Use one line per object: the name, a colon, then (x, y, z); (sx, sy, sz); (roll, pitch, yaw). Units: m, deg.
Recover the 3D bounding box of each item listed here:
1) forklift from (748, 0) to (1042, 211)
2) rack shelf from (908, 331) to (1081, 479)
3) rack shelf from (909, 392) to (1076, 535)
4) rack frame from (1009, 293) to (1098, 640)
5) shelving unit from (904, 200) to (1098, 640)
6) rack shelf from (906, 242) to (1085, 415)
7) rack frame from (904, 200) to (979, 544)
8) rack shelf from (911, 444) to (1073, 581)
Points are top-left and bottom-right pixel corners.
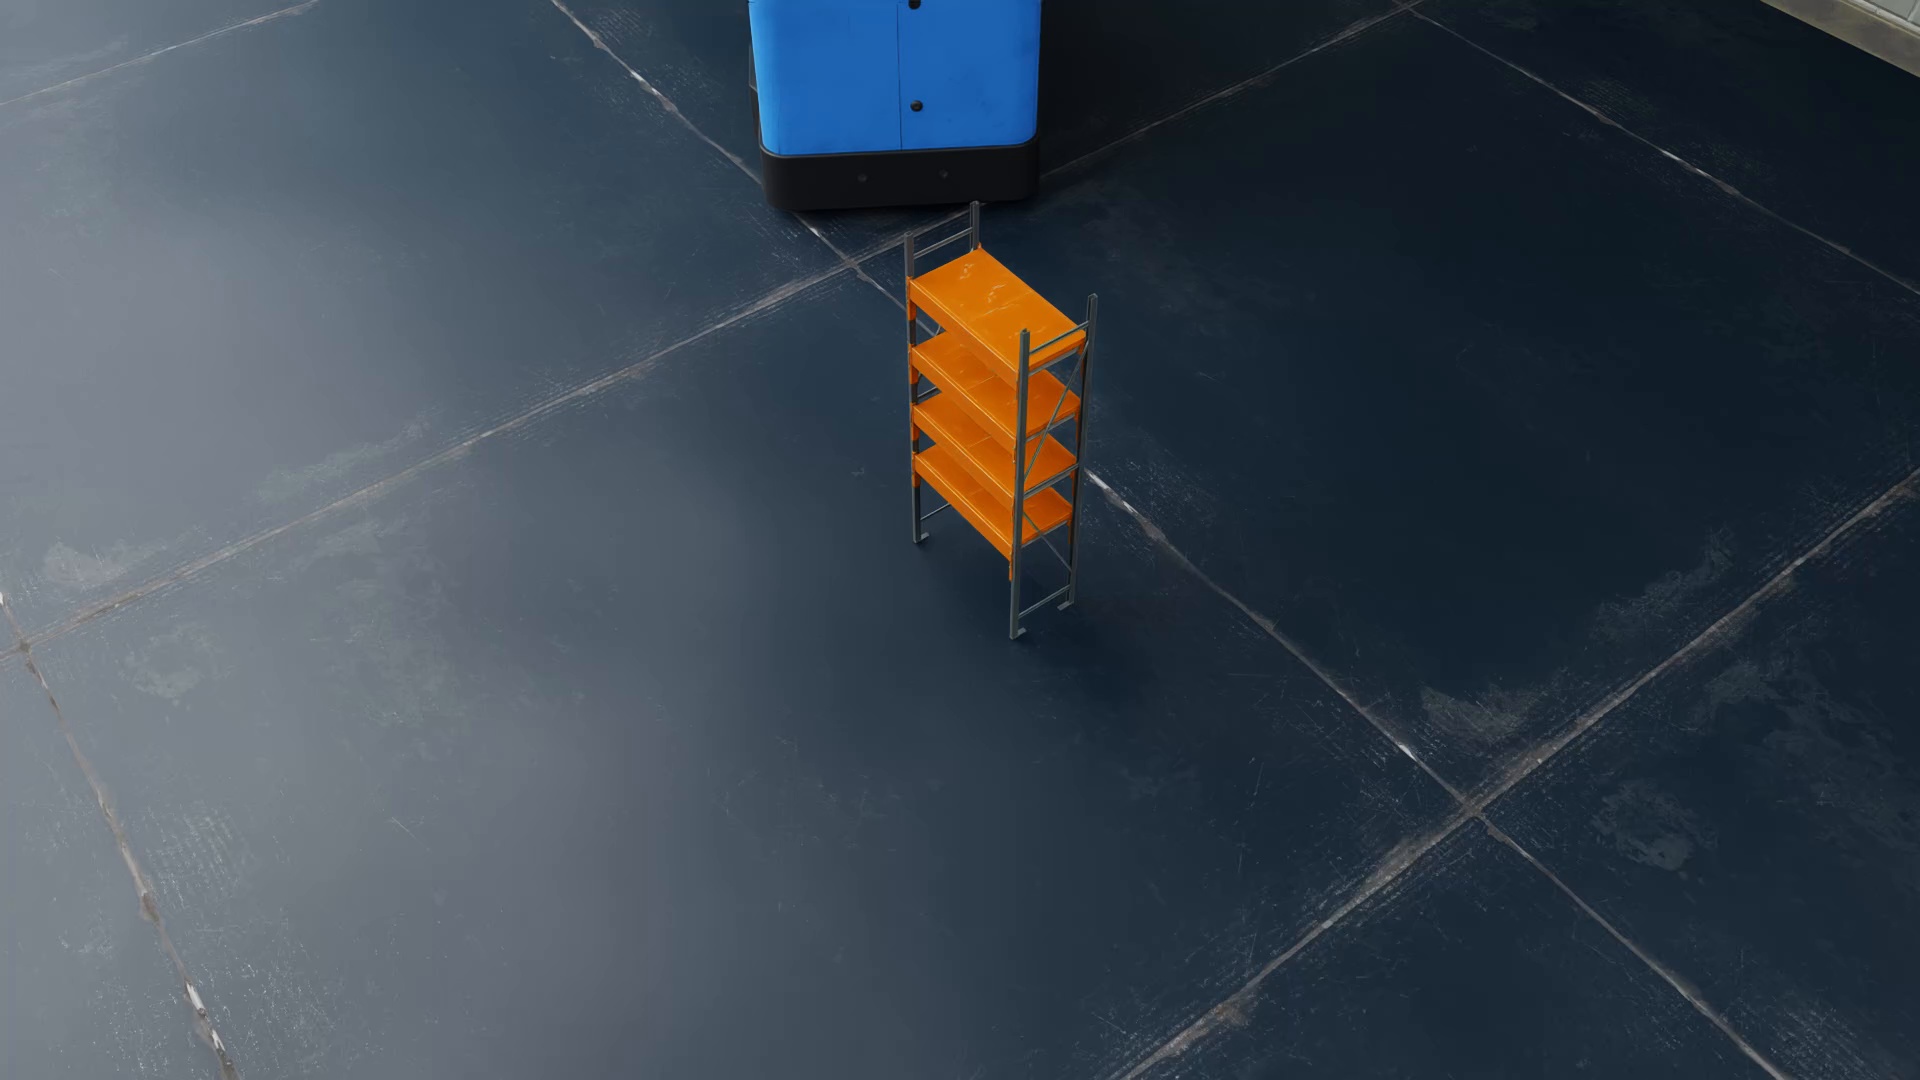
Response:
forklift: (-0.336, -3.321, 6.283); (1.130, 2.935, 3.031); (-3, 48, -3)
rack shelf: (0.100, -0.410, 4.601); (0.258, 0.148, 0.480); (-29, 54, -24)
rack shelf: (0.100, -0.260, 4.767); (0.258, 0.148, 0.480); (-29, 54, -24)
rack frame: (0.248, -0.162, 4.587); (0.240, 1.200, 0.015); (-29, 54, -24)
shelving unit: (0.100, -0.305, 4.717); (0.258, 1.200, 0.503); (-29, 54, -24)
rack shelf: (0.100, -0.569, 4.426); (0.258, 0.148, 0.480); (-29, 54, -24)
rack frame: (-0.048, -0.449, 4.847); (0.240, 1.200, 0.015); (-29, 54, -24)
rack shelf: (0.100, -0.127, 4.914); (0.258, 0.148, 0.480); (-29, 54, -24)
